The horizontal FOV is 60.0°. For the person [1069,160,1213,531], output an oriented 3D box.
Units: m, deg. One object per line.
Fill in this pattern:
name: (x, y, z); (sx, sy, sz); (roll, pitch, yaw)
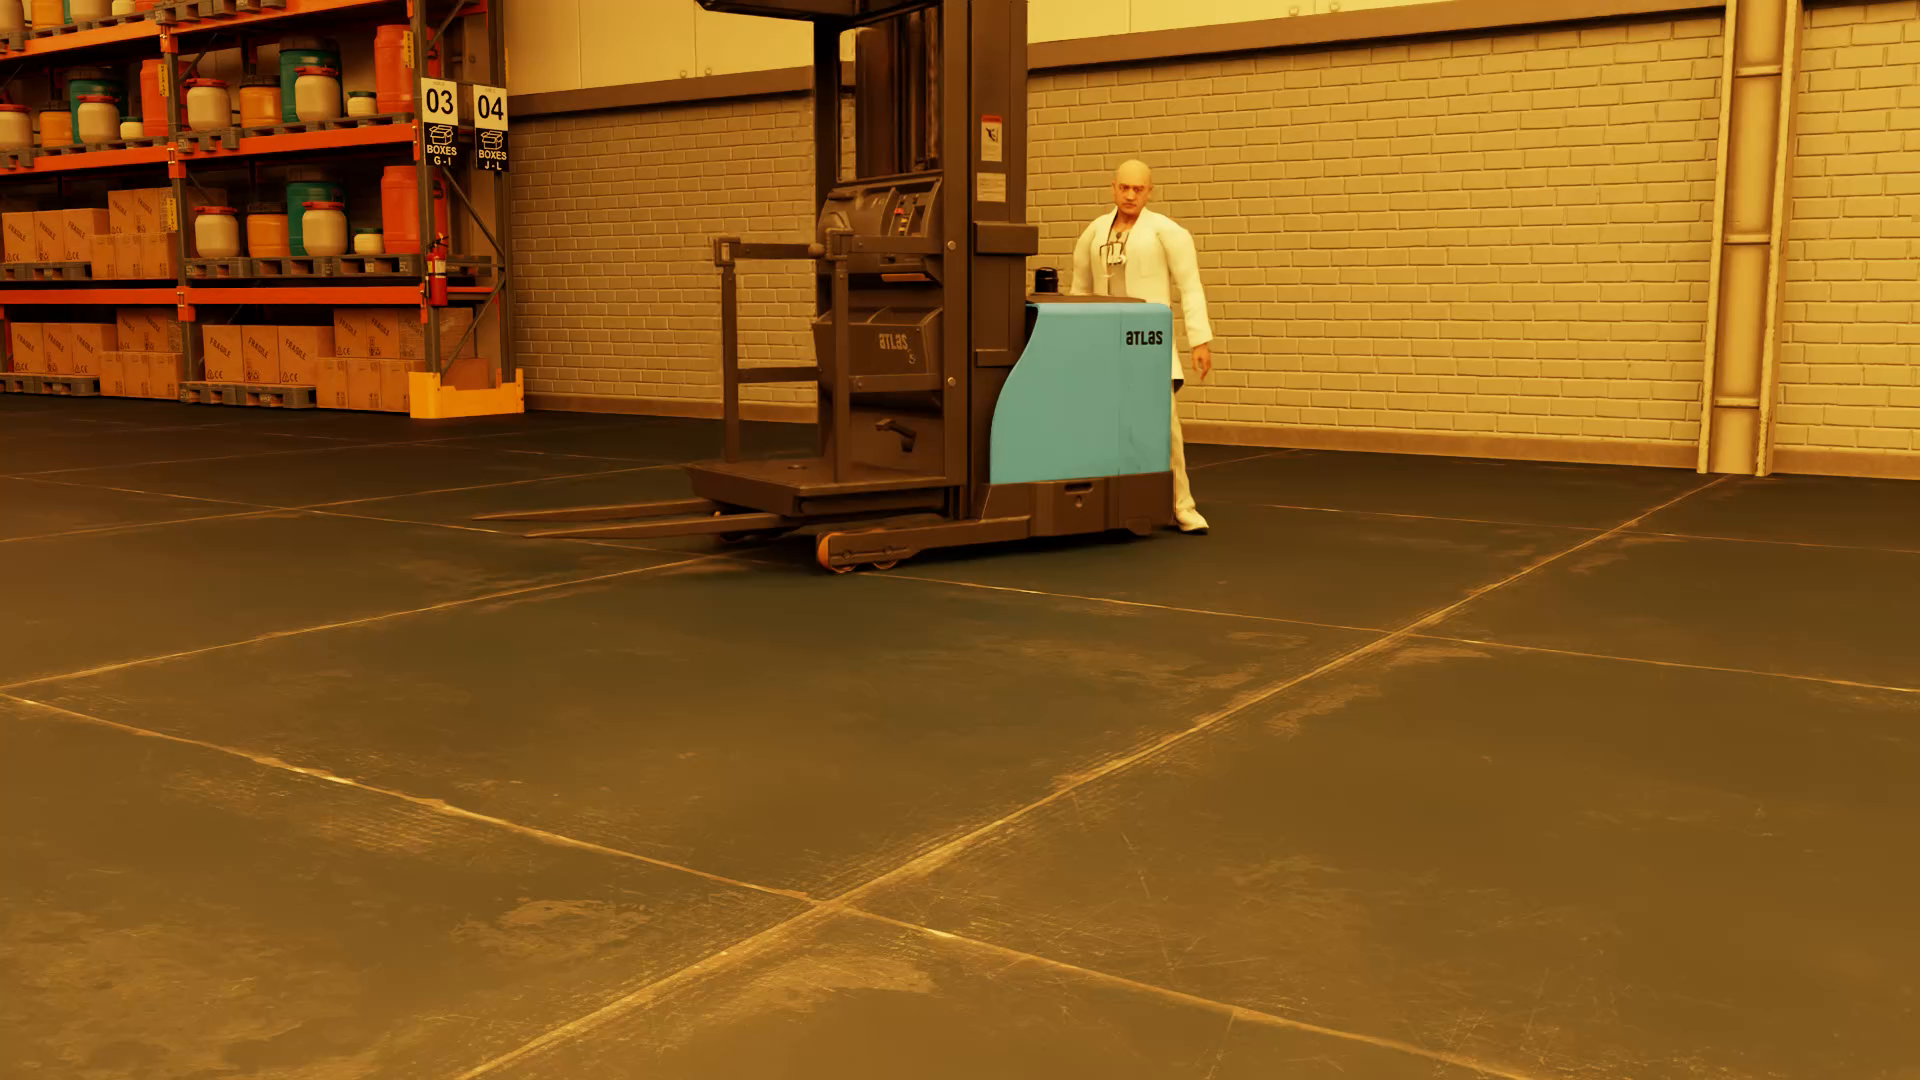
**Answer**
person: (0.848, -0.931, 8.013); (0.917, 1.749, 0.452); (5, 9, 31)

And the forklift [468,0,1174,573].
forklift: (-0.528, -1.401, 7.048); (3.031, 2.935, 1.130); (-5, 10, -33)
